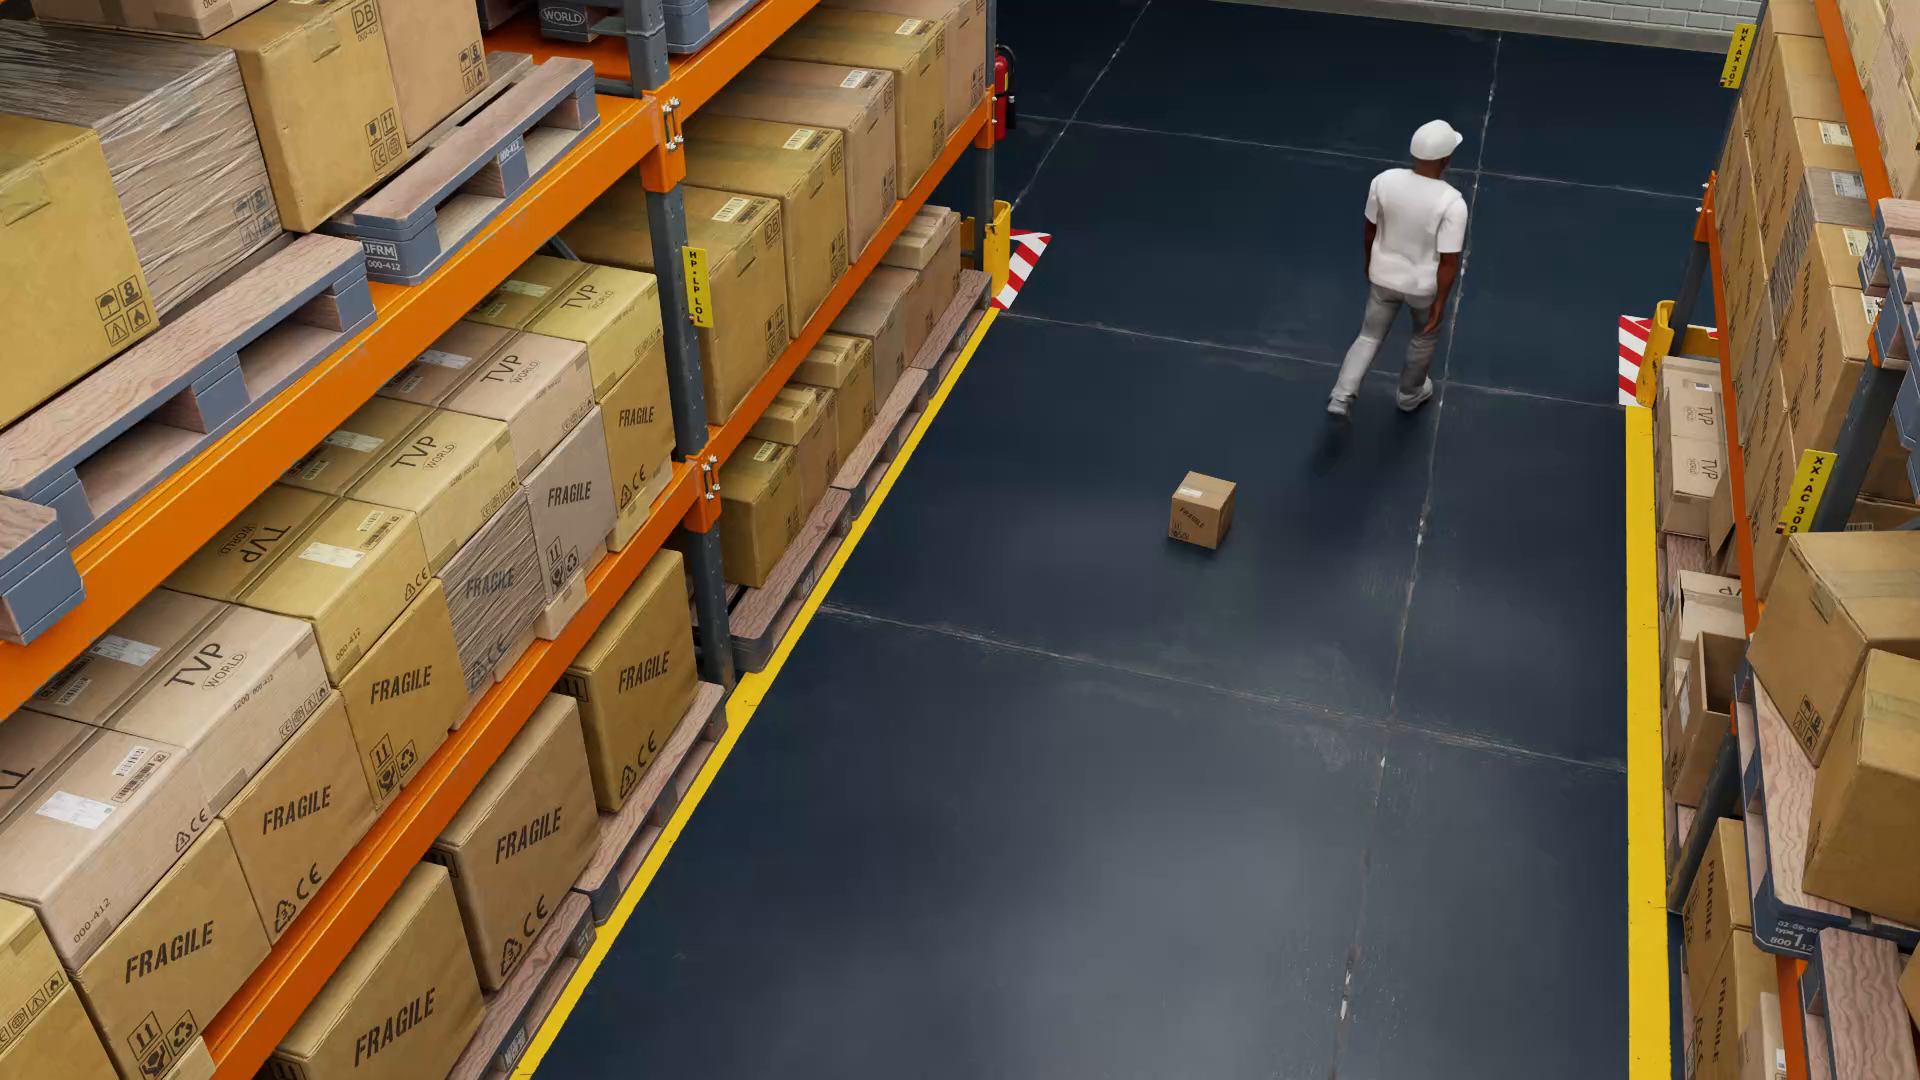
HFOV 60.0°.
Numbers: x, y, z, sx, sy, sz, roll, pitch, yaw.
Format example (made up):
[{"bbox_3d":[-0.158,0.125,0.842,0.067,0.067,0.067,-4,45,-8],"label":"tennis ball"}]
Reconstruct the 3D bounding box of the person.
[{"bbox_3d":[2.322,-1.359,8.673,0.563,1.736,0.916,24,43,28],"label":"person"}]
